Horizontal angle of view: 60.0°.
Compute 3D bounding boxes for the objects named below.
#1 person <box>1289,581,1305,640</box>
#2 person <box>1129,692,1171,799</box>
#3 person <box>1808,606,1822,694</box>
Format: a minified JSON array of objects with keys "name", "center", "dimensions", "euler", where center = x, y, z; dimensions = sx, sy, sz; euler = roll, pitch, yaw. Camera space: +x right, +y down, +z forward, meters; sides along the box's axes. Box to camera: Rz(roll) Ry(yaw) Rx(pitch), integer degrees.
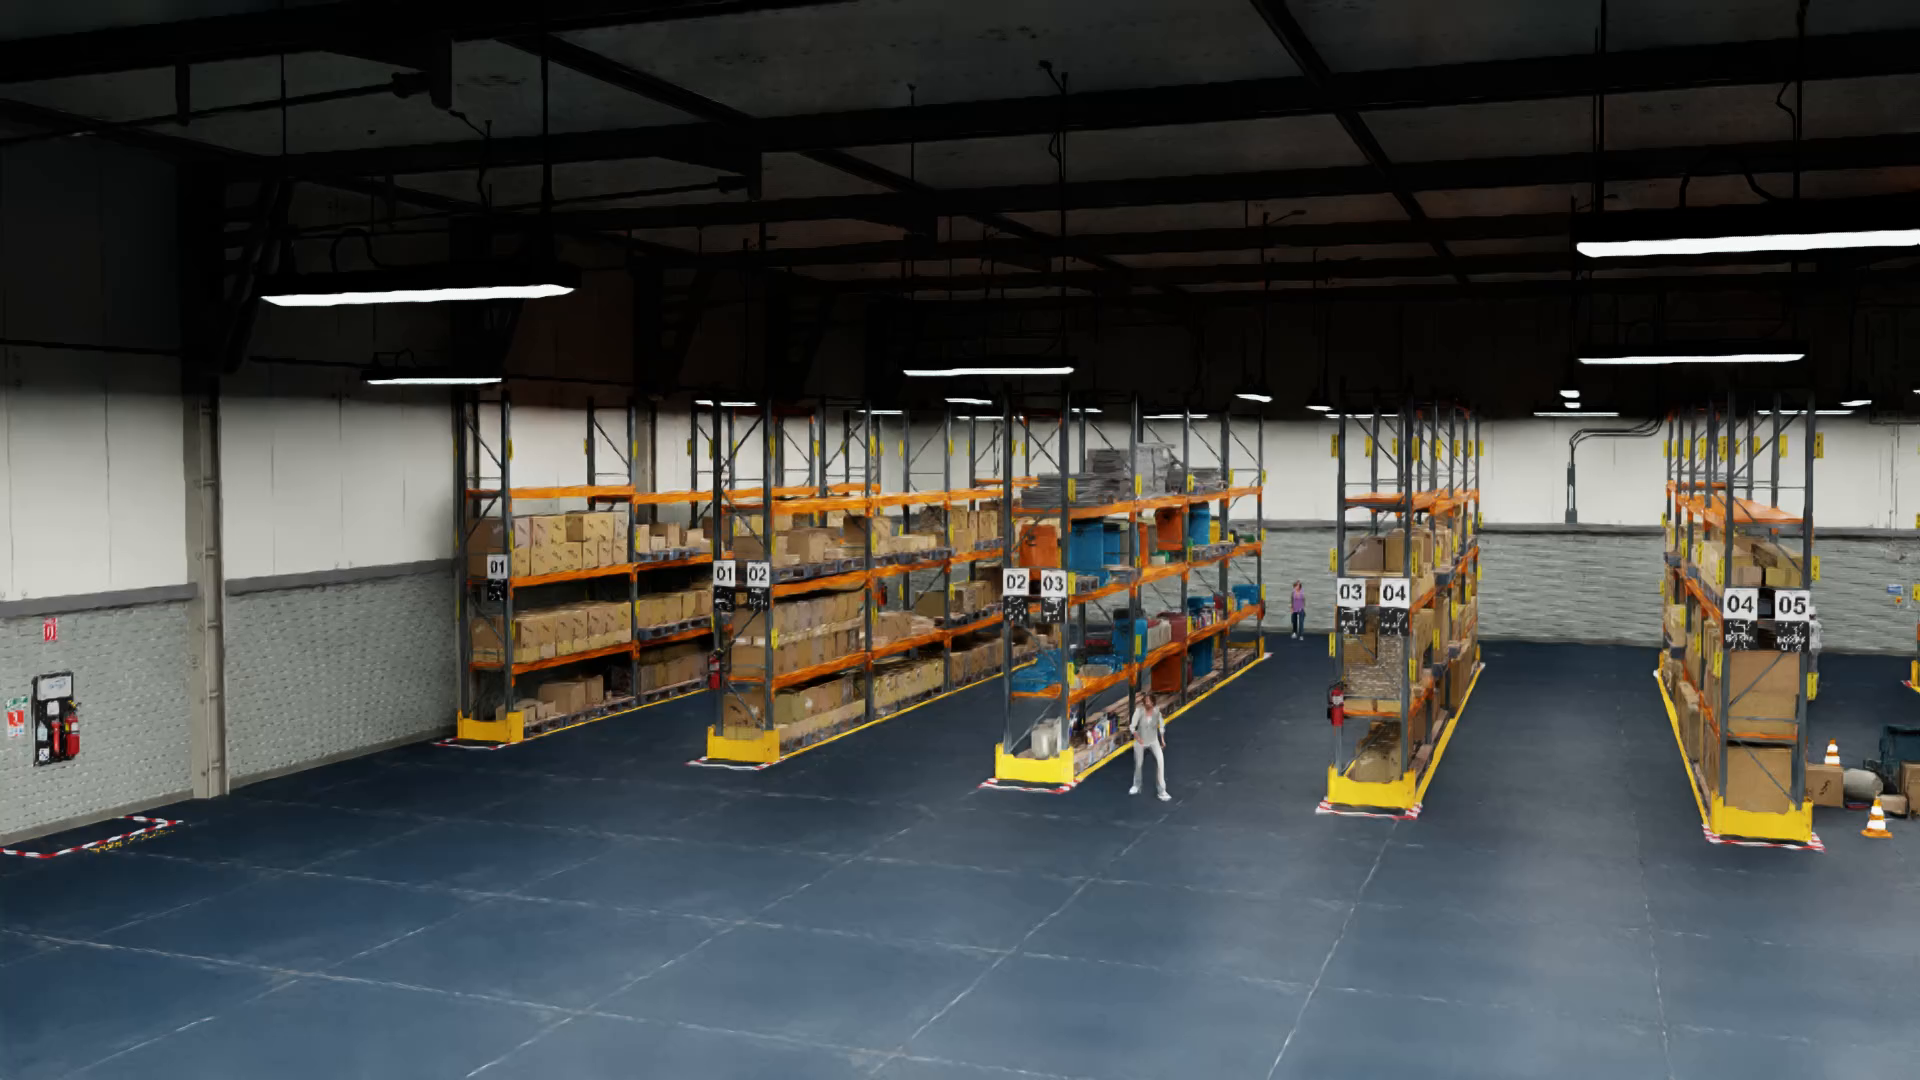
[{"name":"person","center":[8.829,1.825,43.550],"dimensions":[0.411,1.534,0.957],"euler":[1,3,12]},{"name":"person","center":[2.704,2.922,23.832],"dimensions":[0.573,1.516,0.763],"euler":[0,3,1]},{"name":"person","center":[17.335,2.234,33.968],"dimensions":[0.581,1.768,0.640],"euler":[3,4,42]}]
